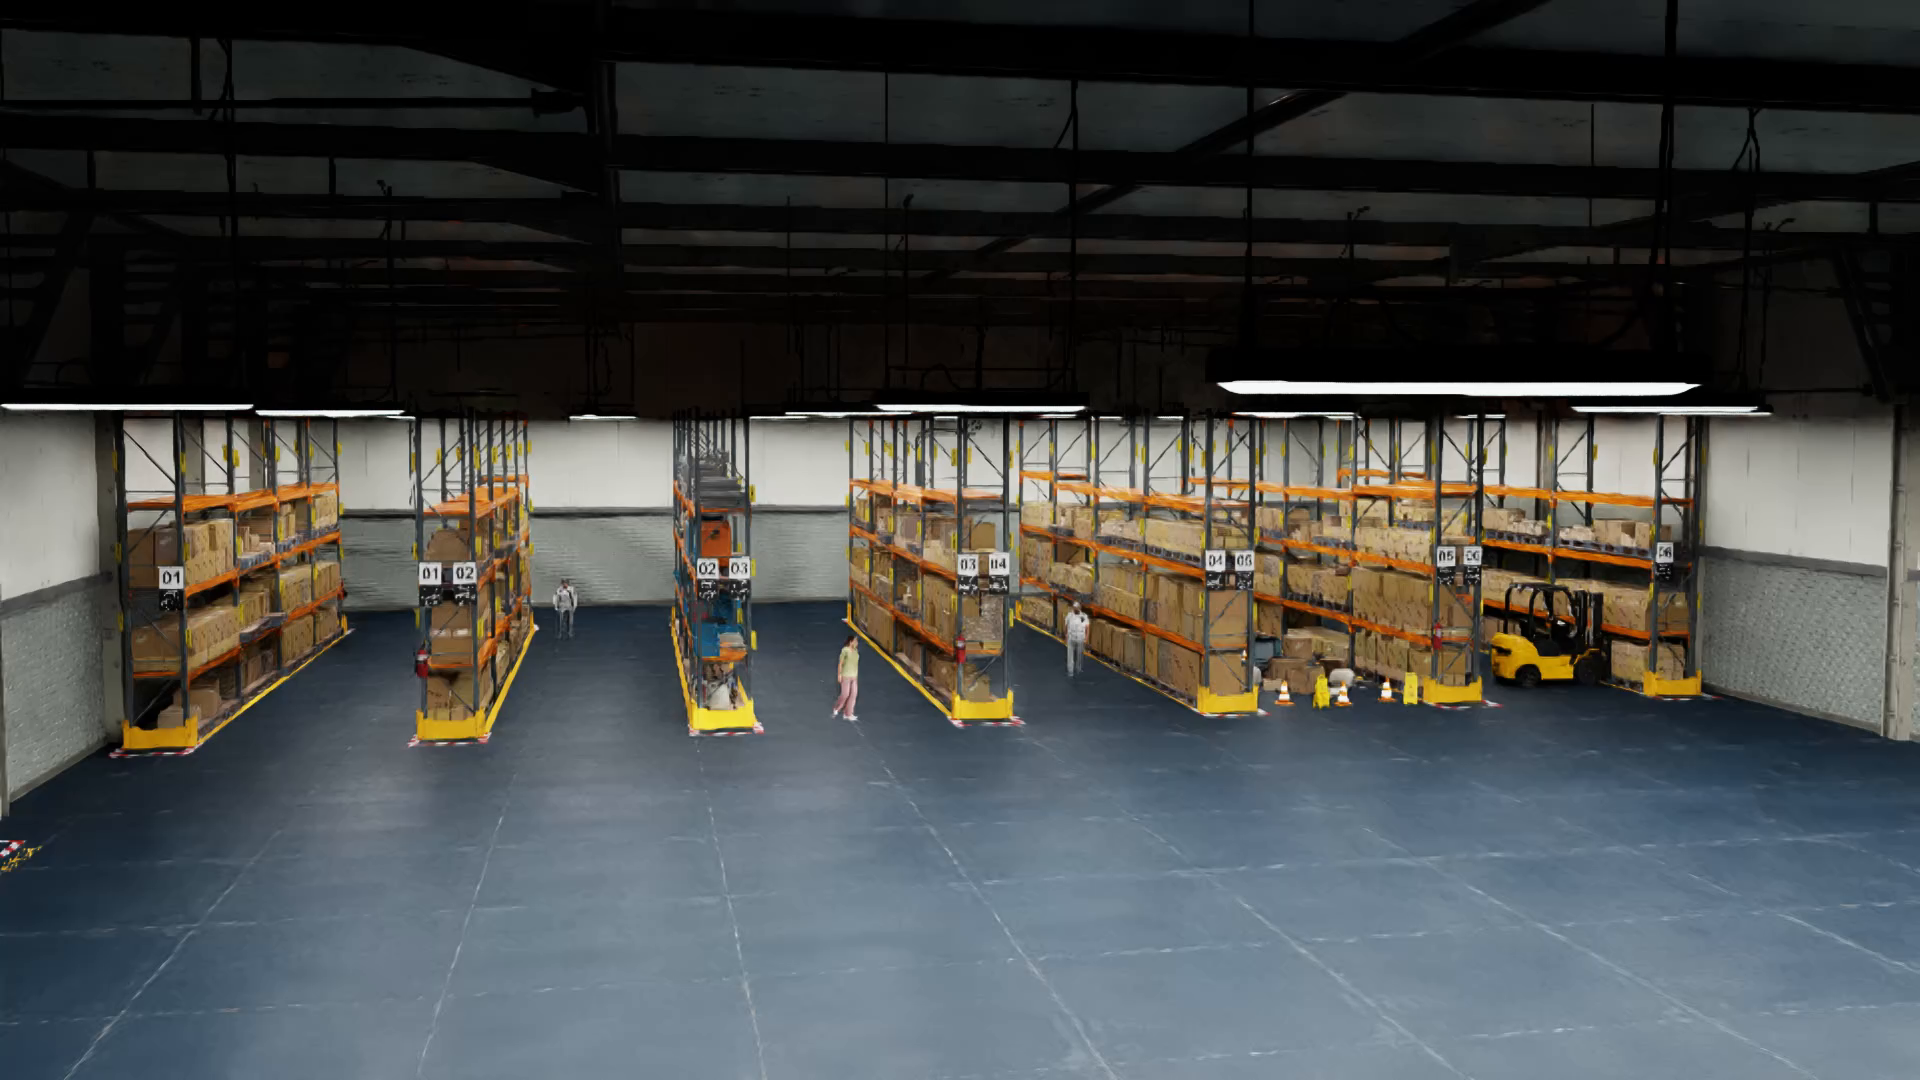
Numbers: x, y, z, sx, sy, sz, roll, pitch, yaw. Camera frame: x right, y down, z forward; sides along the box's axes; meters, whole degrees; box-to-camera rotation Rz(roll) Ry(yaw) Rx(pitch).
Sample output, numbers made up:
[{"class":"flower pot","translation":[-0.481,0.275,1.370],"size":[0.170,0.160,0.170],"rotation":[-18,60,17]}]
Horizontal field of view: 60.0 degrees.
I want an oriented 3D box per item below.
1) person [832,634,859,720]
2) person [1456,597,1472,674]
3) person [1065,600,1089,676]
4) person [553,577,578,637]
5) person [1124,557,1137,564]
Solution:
[{"class":"person","translation":[-2.205,2.621,32.013],"size":[0.515,1.661,0.507],"rotation":[4,5,42]},{"class":"person","translation":[11.398,2.151,37.924],"size":[0.584,1.723,0.654],"rotation":[1,4,20]},{"class":"person","translation":[2.637,2.190,37.422],"size":[0.535,1.705,1.020],"rotation":[0,4,-2]},{"class":"person","translation":[-10.461,1.783,44.081],"size":[0.639,1.632,0.512],"rotation":[-1,4,-13]},{"class":"person","translation":[5.449,1.162,52.785],"size":[0.589,1.692,0.536],"rotation":[4,5,41]}]
